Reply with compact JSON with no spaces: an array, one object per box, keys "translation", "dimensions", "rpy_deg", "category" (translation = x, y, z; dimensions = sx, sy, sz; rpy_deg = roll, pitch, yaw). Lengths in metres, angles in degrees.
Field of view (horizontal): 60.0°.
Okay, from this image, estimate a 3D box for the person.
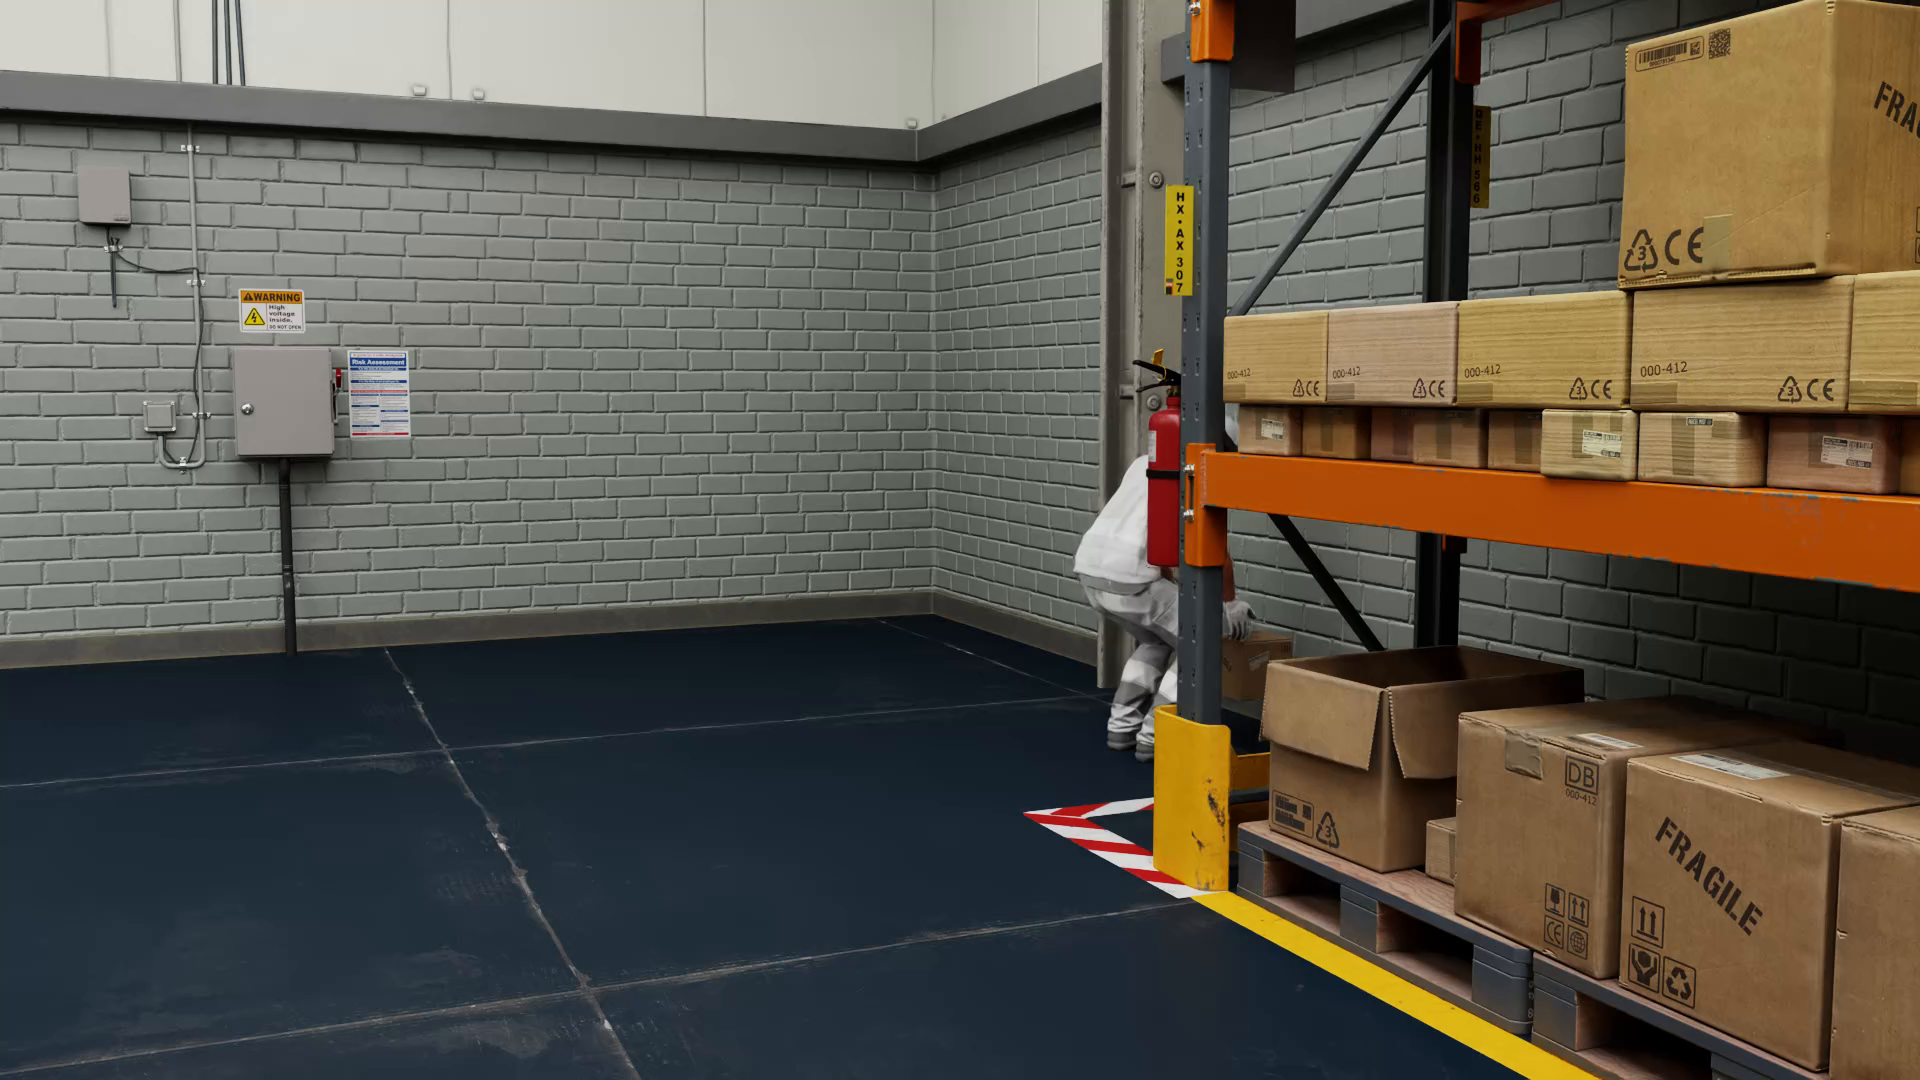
[{"translation":[0.812,0.206,6.834],"dimensions":[0.727,1.331,0.581],"rpy_deg":[-2,6,-24],"category":"person"}]
